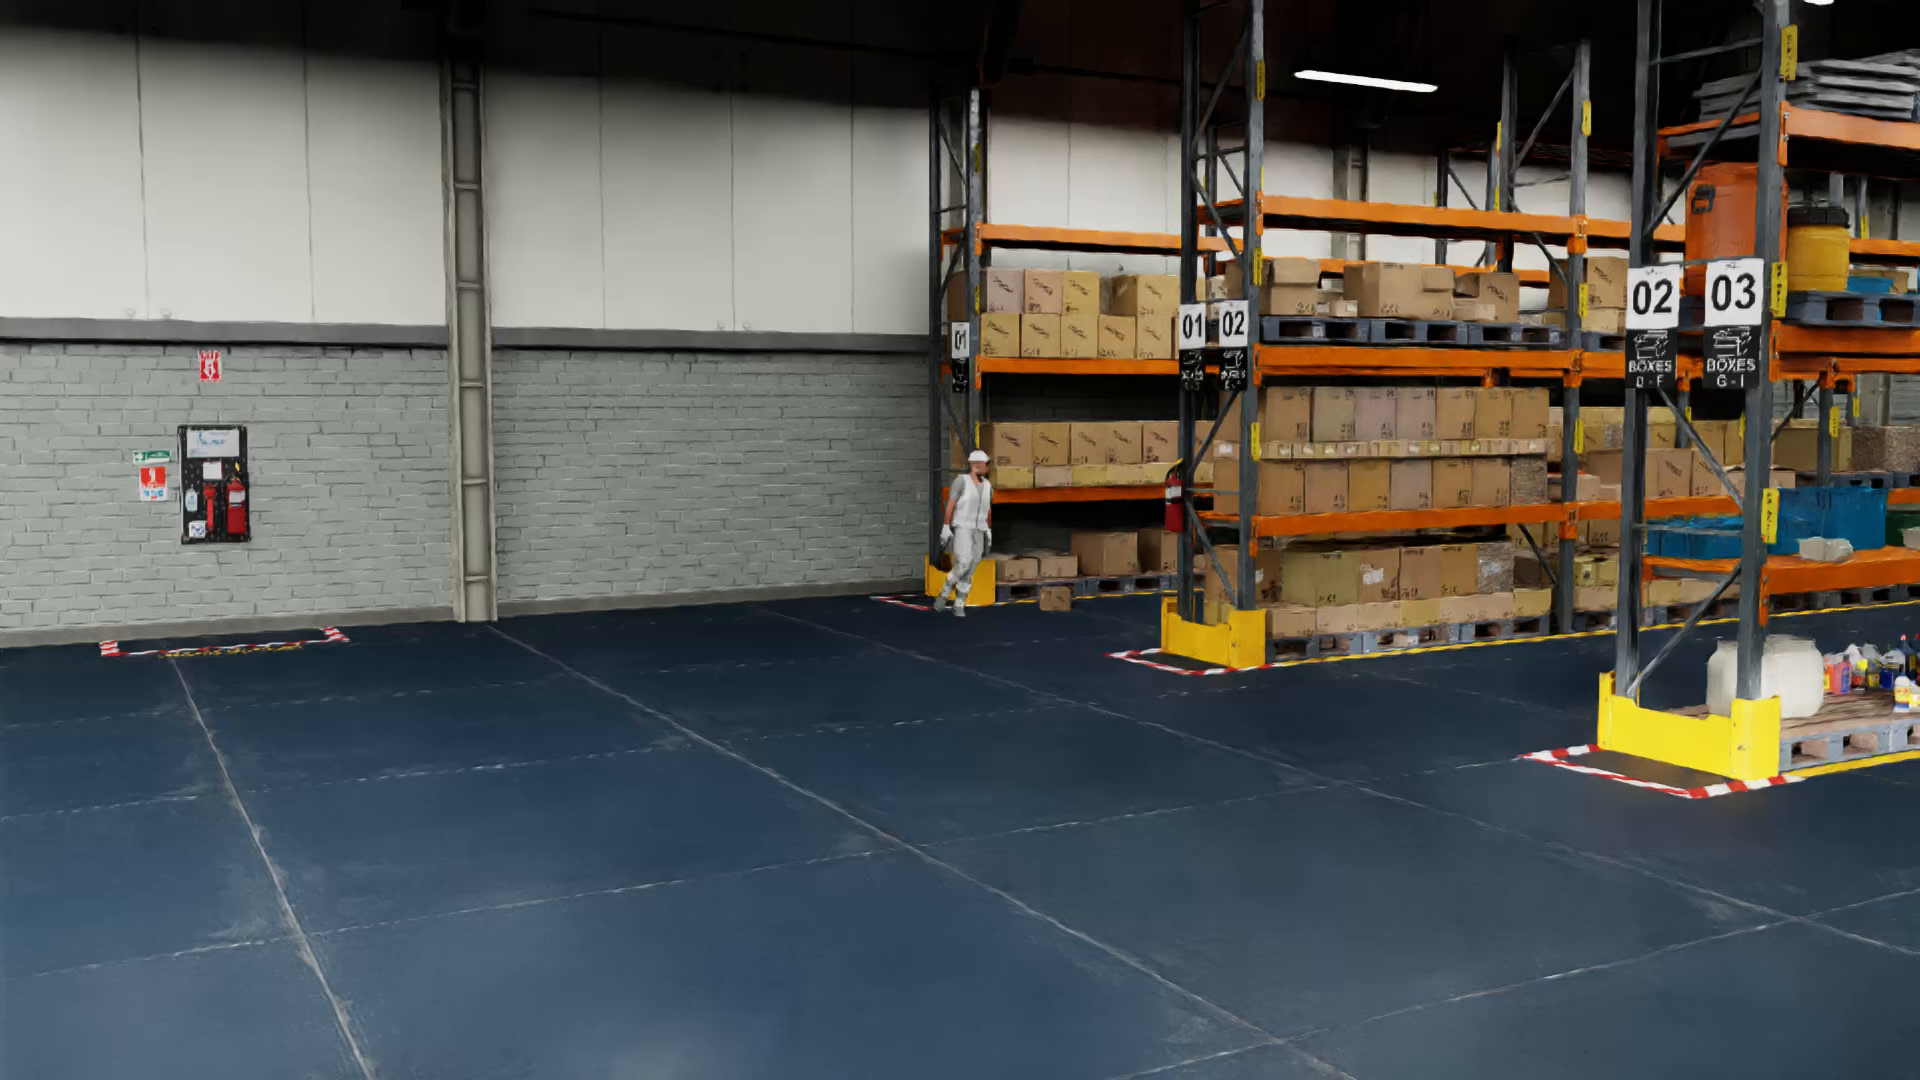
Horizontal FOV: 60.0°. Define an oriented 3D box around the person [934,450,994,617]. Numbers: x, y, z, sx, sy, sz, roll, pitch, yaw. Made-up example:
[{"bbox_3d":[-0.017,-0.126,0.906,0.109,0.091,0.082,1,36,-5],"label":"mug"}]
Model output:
[{"bbox_3d":[0.088,-0.071,17.767,0.729,1.774,0.453,-3,6,-32],"label":"person"}]
